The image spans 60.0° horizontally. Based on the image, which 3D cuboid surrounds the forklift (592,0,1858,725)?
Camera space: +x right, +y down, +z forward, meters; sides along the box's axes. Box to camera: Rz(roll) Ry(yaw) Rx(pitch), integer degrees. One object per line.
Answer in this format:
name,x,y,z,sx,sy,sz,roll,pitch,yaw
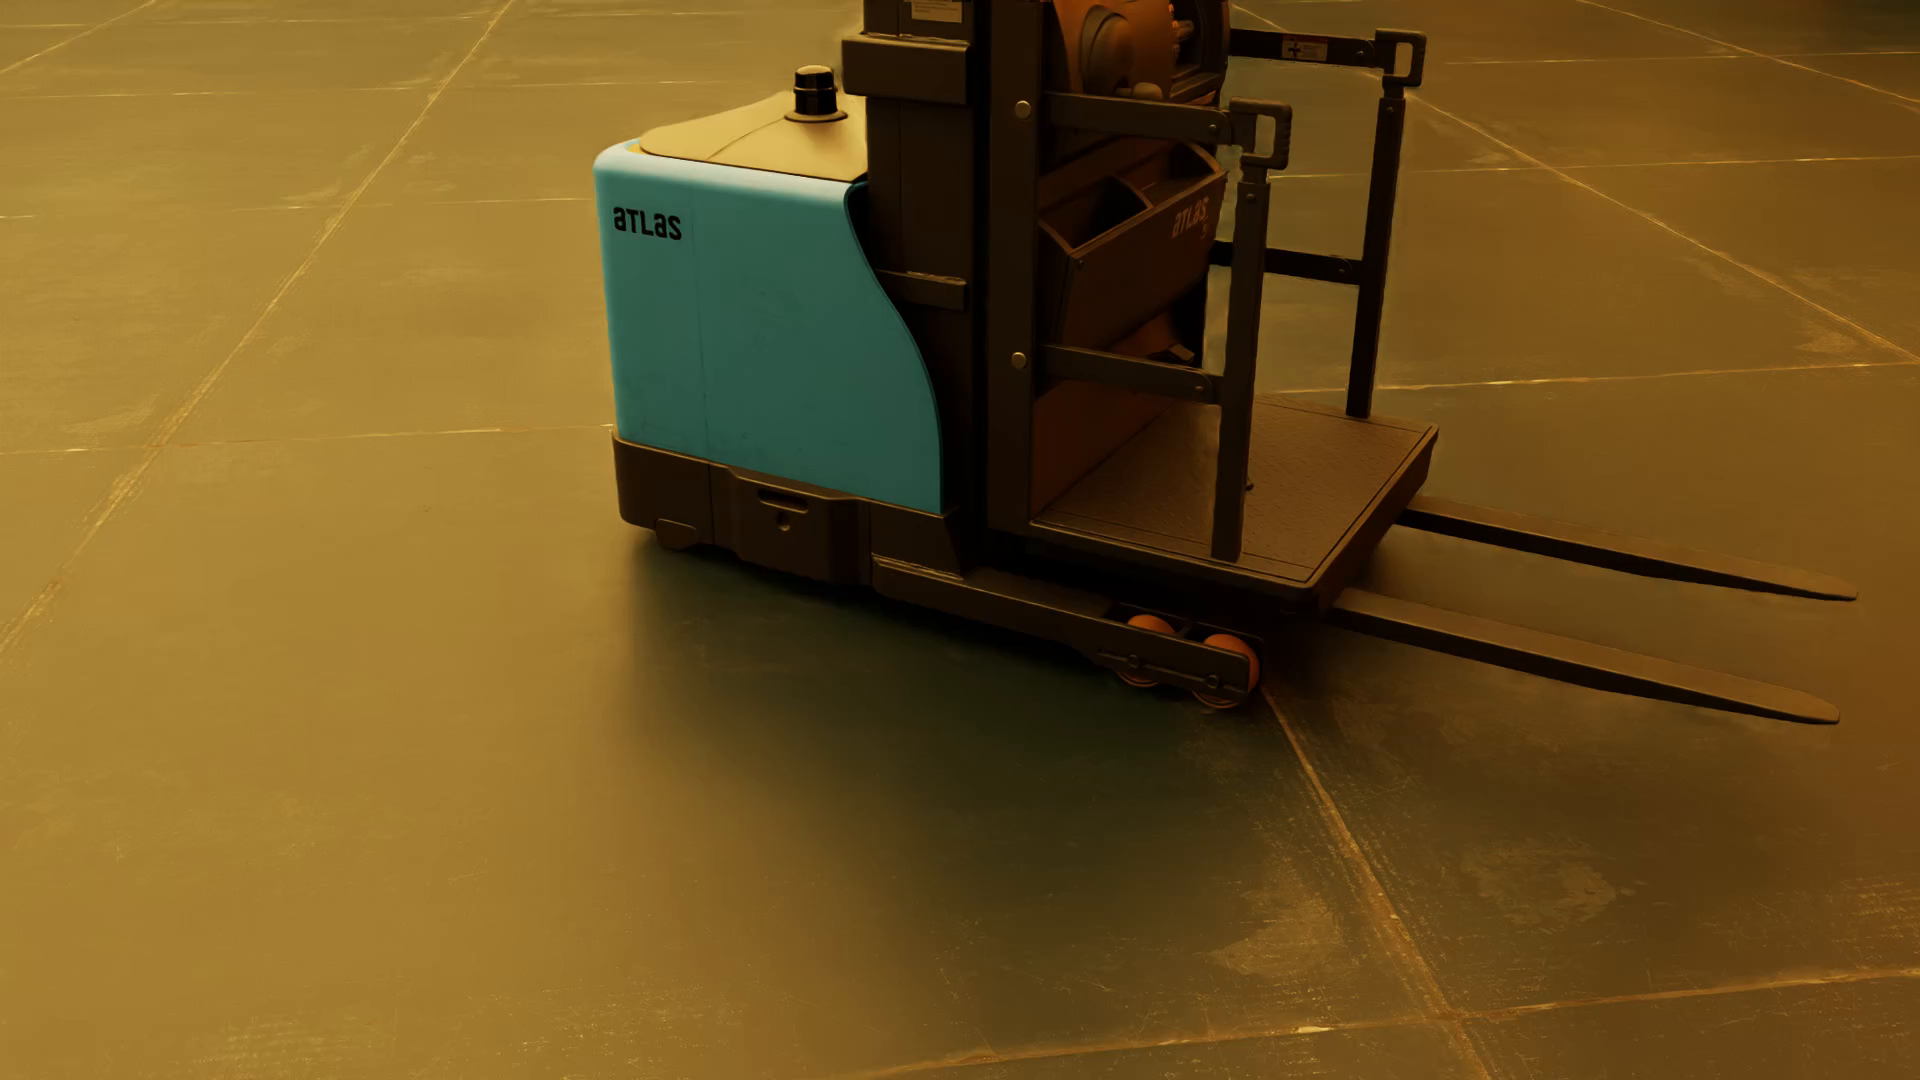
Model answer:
forklift,0.597,-1.199,3.717,3.031,2.935,1.130,14,29,26
